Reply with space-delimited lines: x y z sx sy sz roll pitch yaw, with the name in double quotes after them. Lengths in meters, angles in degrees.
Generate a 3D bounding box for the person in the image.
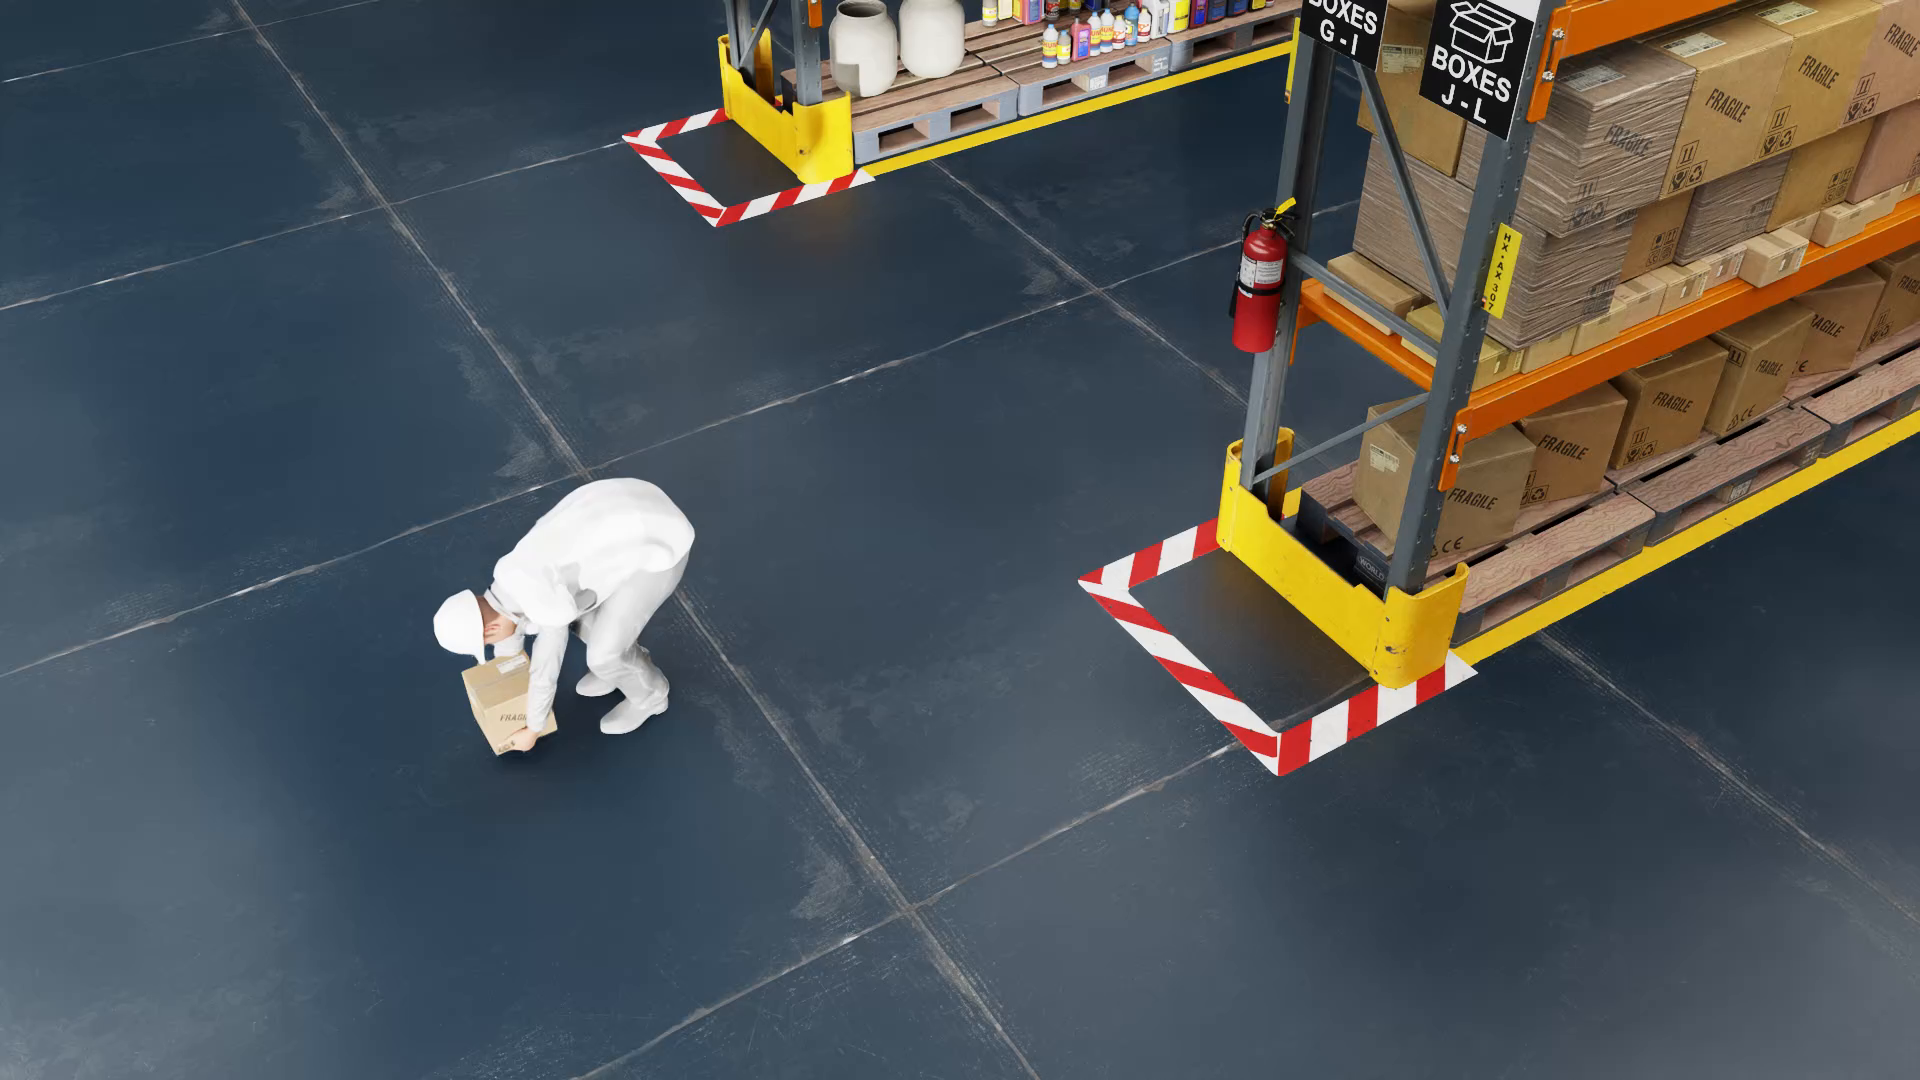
-1.477 0.316 6.350 0.999 1.013 0.482 -25 46 -26 "person"
